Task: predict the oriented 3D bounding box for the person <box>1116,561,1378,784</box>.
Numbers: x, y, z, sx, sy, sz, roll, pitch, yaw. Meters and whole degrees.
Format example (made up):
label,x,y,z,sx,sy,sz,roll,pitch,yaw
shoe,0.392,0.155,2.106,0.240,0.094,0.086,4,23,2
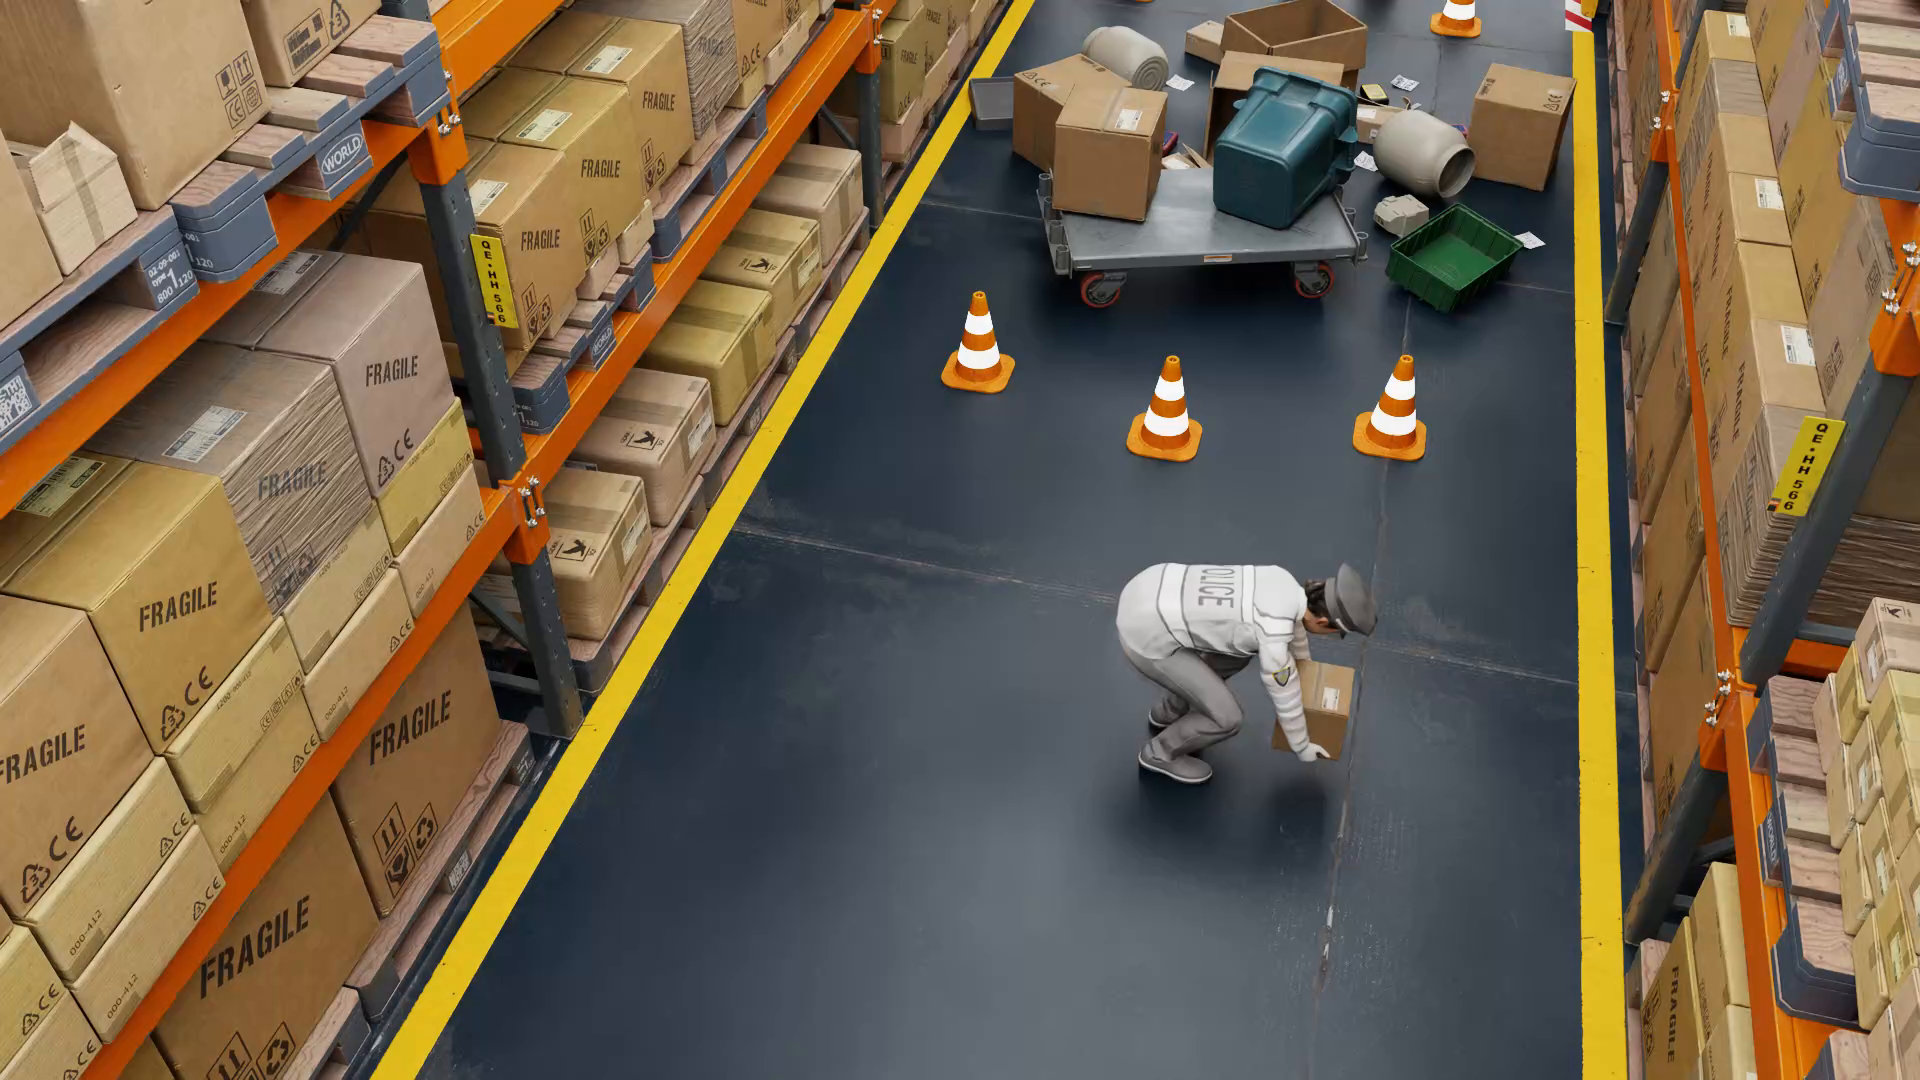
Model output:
label,x,y,z,sx,sy,sz,roll,pitch,yaw
person,1.027,0.463,6.143,0.916,0.992,0.466,8,42,9
